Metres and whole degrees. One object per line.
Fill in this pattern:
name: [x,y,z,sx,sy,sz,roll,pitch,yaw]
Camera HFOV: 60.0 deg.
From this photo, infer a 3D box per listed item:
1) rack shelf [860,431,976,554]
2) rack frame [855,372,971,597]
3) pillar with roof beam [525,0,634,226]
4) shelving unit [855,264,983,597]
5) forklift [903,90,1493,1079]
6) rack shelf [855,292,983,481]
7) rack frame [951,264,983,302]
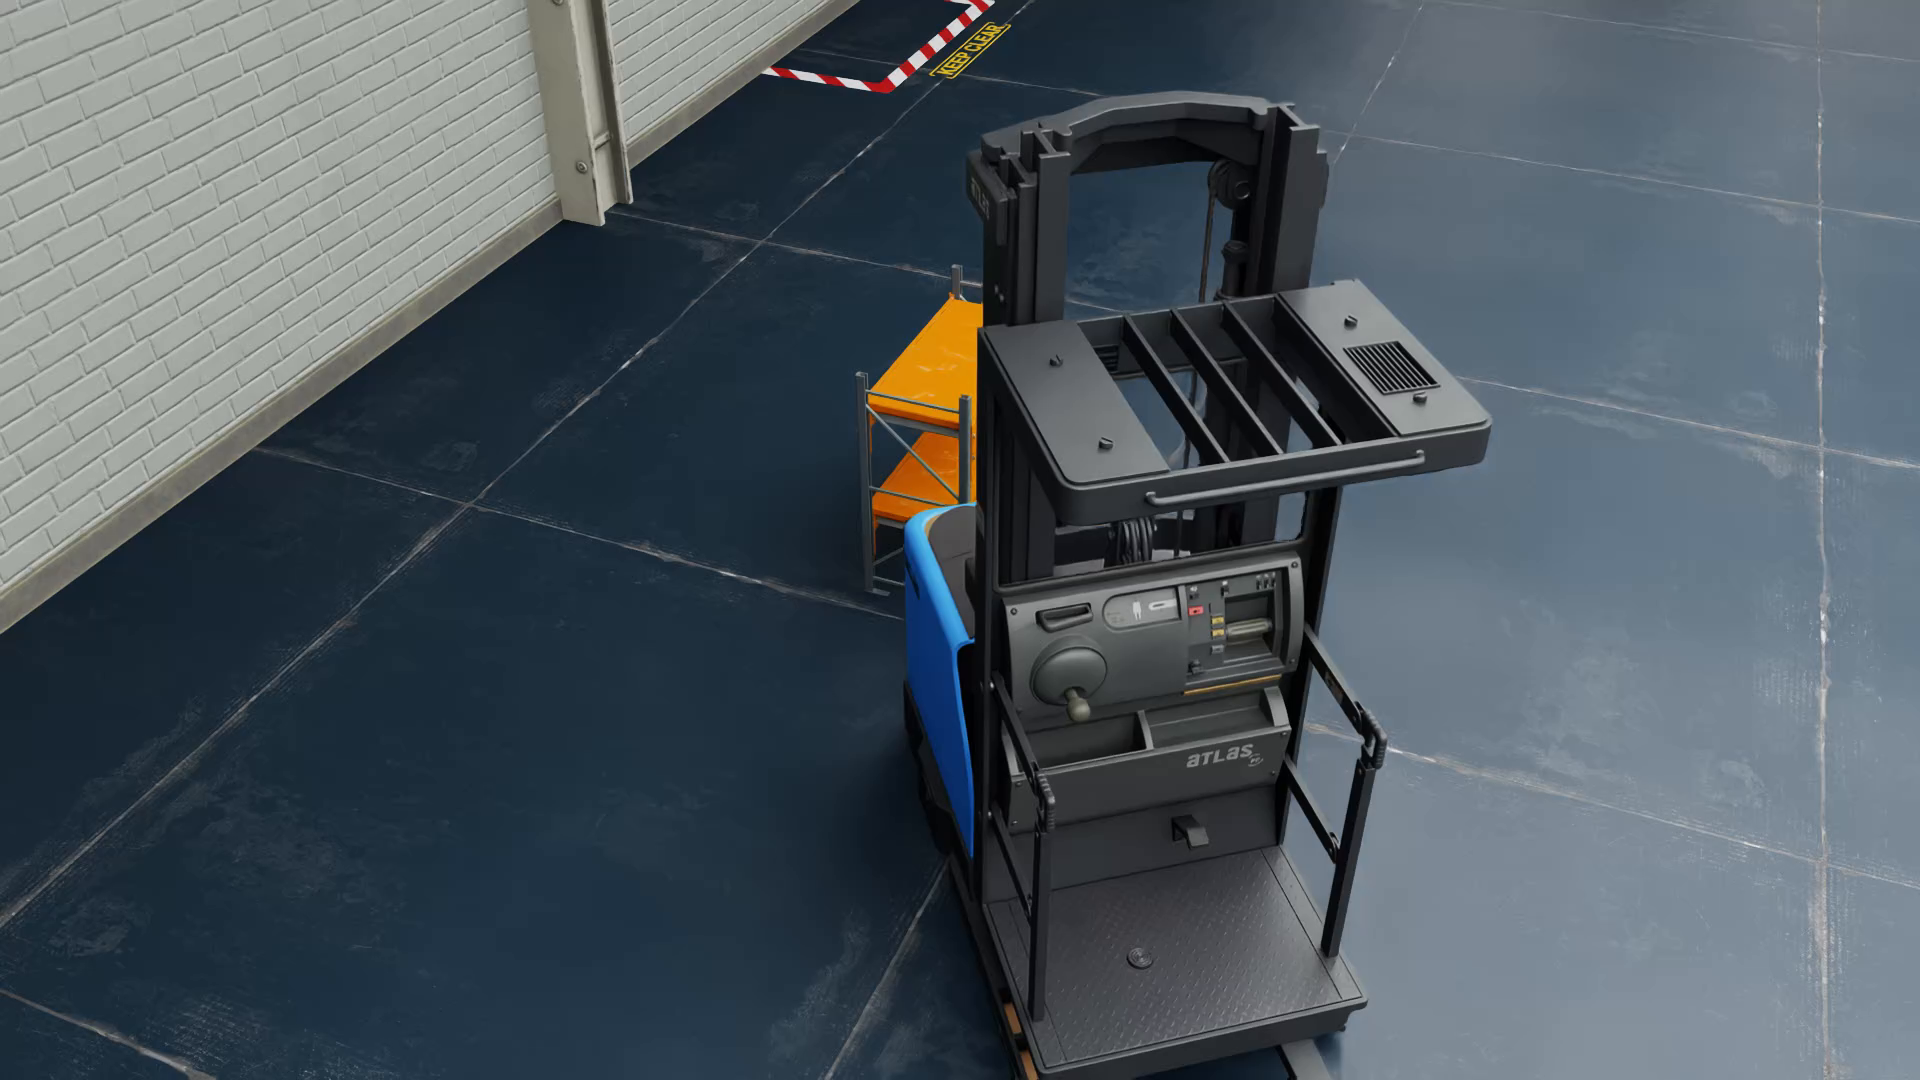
rack shelf: [0.003,-0.258,7.565,0.538,0.278,1.000,14,39,18]
rack frame: [-0.191,-0.173,7.042,0.500,1.125,0.032,14,39,18]
pillar with roof beam: [1.674,-4.724,6.554,9.100,9.000,0.400,14,39,18]
shelving unit: [0.003,-0.454,7.418,0.538,1.125,1.048,14,39,18]
forklift: [0.646,0.363,4.816,1.130,2.935,3.031,-9,38,-12]
rack shelf: [0.003,-0.689,7.243,0.538,0.278,1.000,14,39,18]
rack frame: [0.196,-0.736,7.795,0.500,1.125,0.032,14,39,18]
